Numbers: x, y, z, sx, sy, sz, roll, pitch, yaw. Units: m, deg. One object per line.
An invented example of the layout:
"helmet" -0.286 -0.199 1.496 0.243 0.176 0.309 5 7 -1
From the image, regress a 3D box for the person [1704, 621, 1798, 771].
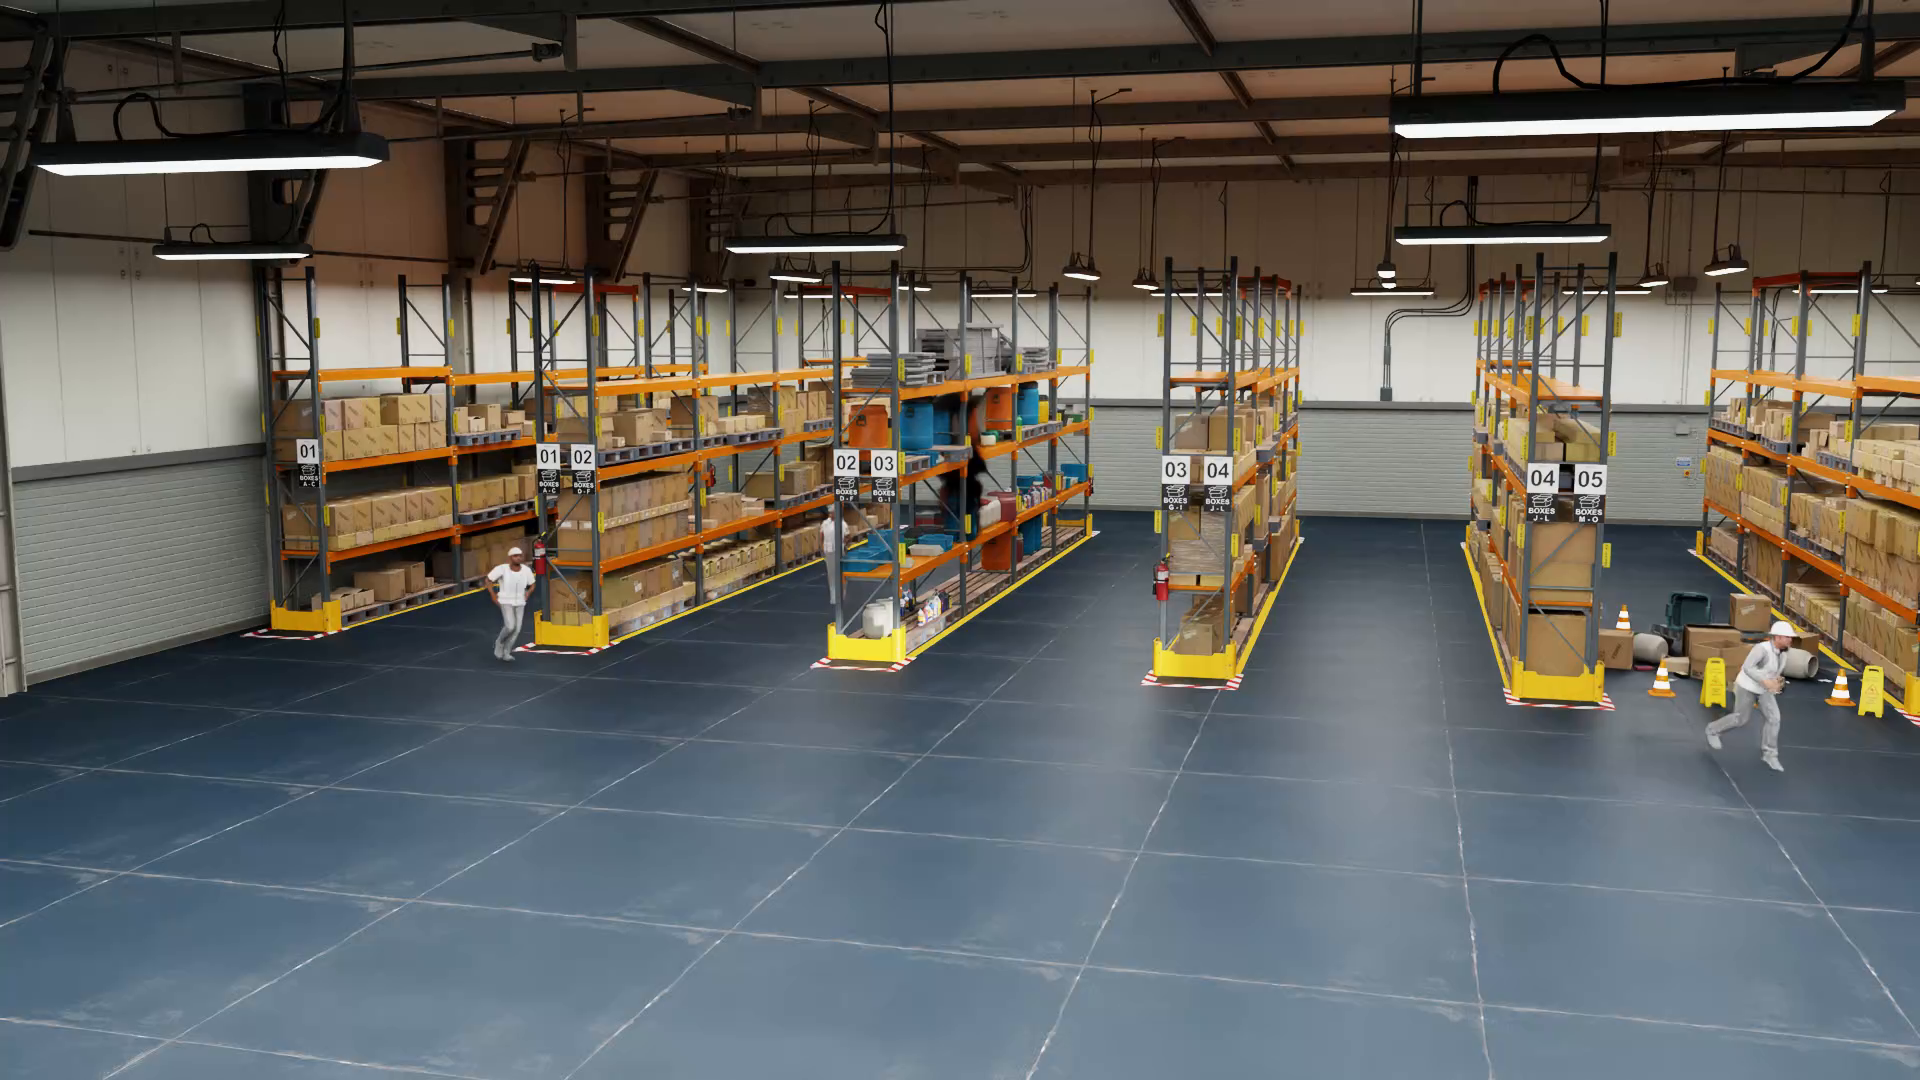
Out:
"person" 9.163 1.747 19.275 0.697 1.729 1.045 -5 9 -34

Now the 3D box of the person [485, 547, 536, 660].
"person" -6.743 0.963 25.143 0.712 1.721 0.577 -6 9 -39

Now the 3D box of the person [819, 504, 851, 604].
"person" -2.177 0.229 28.881 0.587 1.732 0.763 1 7 9
